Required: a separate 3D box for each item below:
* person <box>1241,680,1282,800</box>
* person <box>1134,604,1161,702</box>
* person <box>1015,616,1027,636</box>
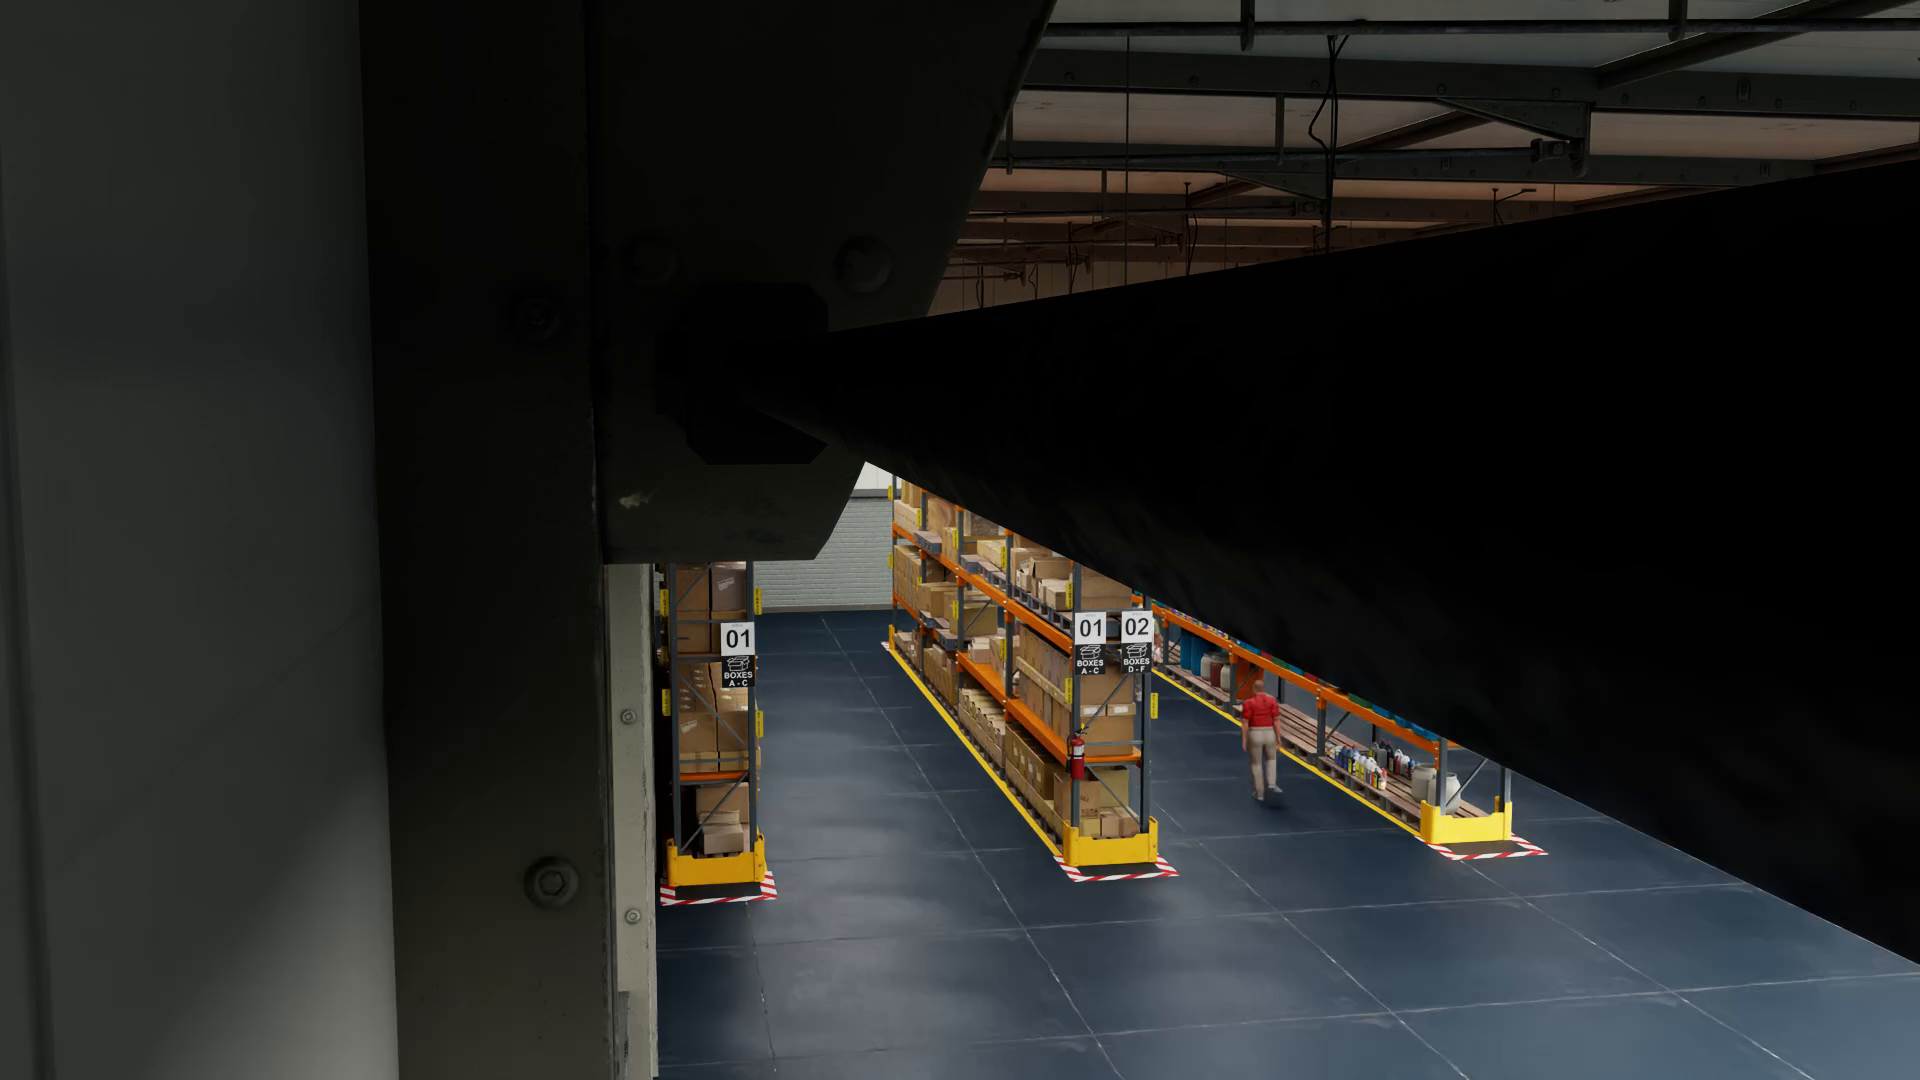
[{"bbox_3d":[4.354,2.881,23.991,0.589,1.716,0.495,0,6,-1],"label":"person"},{"bbox_3d":[3.435,2.100,31.090,0.631,1.822,0.593,0,6,3],"label":"person"},{"bbox_3d":[1.250,1.708,35.001,0.459,1.671,0.473,-6,8,-43],"label":"person"}]
